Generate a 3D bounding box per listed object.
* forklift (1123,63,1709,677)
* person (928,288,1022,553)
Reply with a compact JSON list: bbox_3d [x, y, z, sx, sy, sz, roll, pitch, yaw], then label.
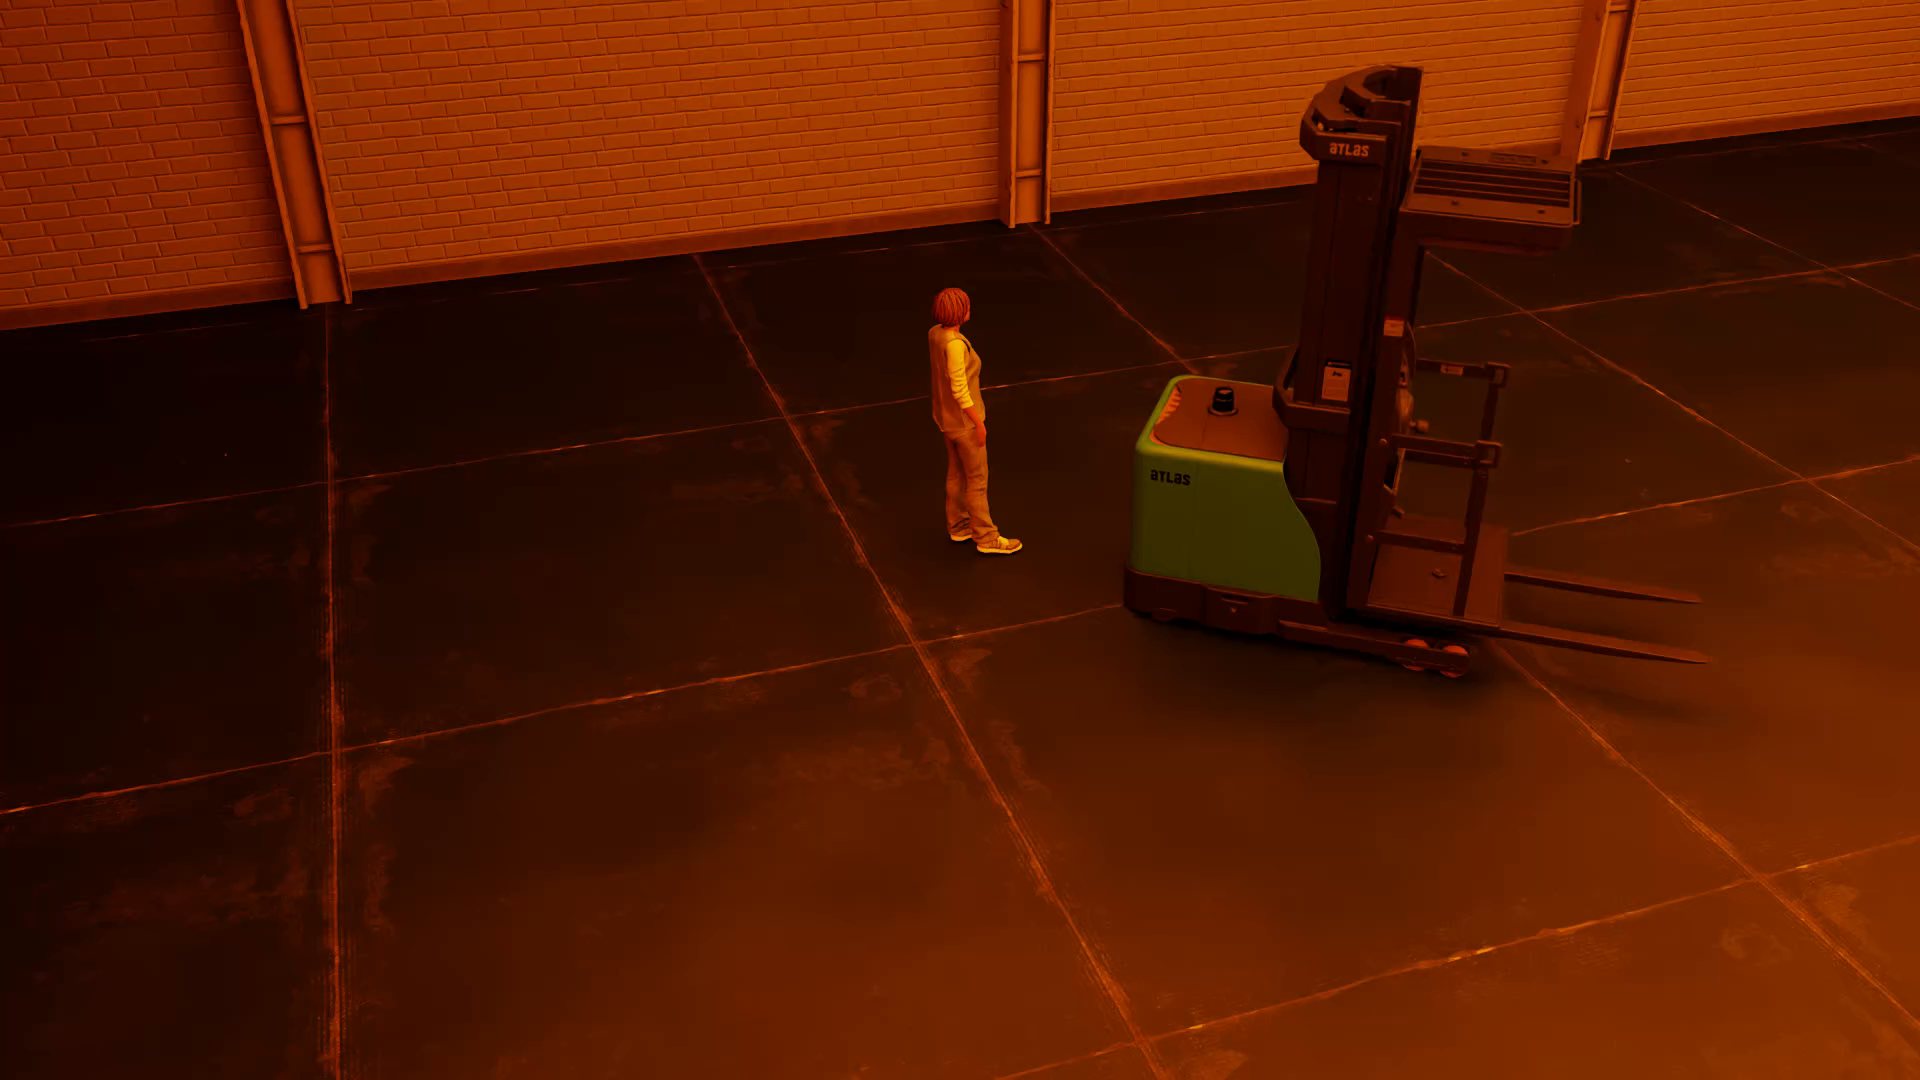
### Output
[{"bbox_3d":[2.488,-0.845,8.555,3.031,2.935,1.130,9,31,16],"label":"forklift"},{"bbox_3d":[0.075,-0.704,9.634,0.473,1.599,0.521,-10,31,-16],"label":"person"}]
